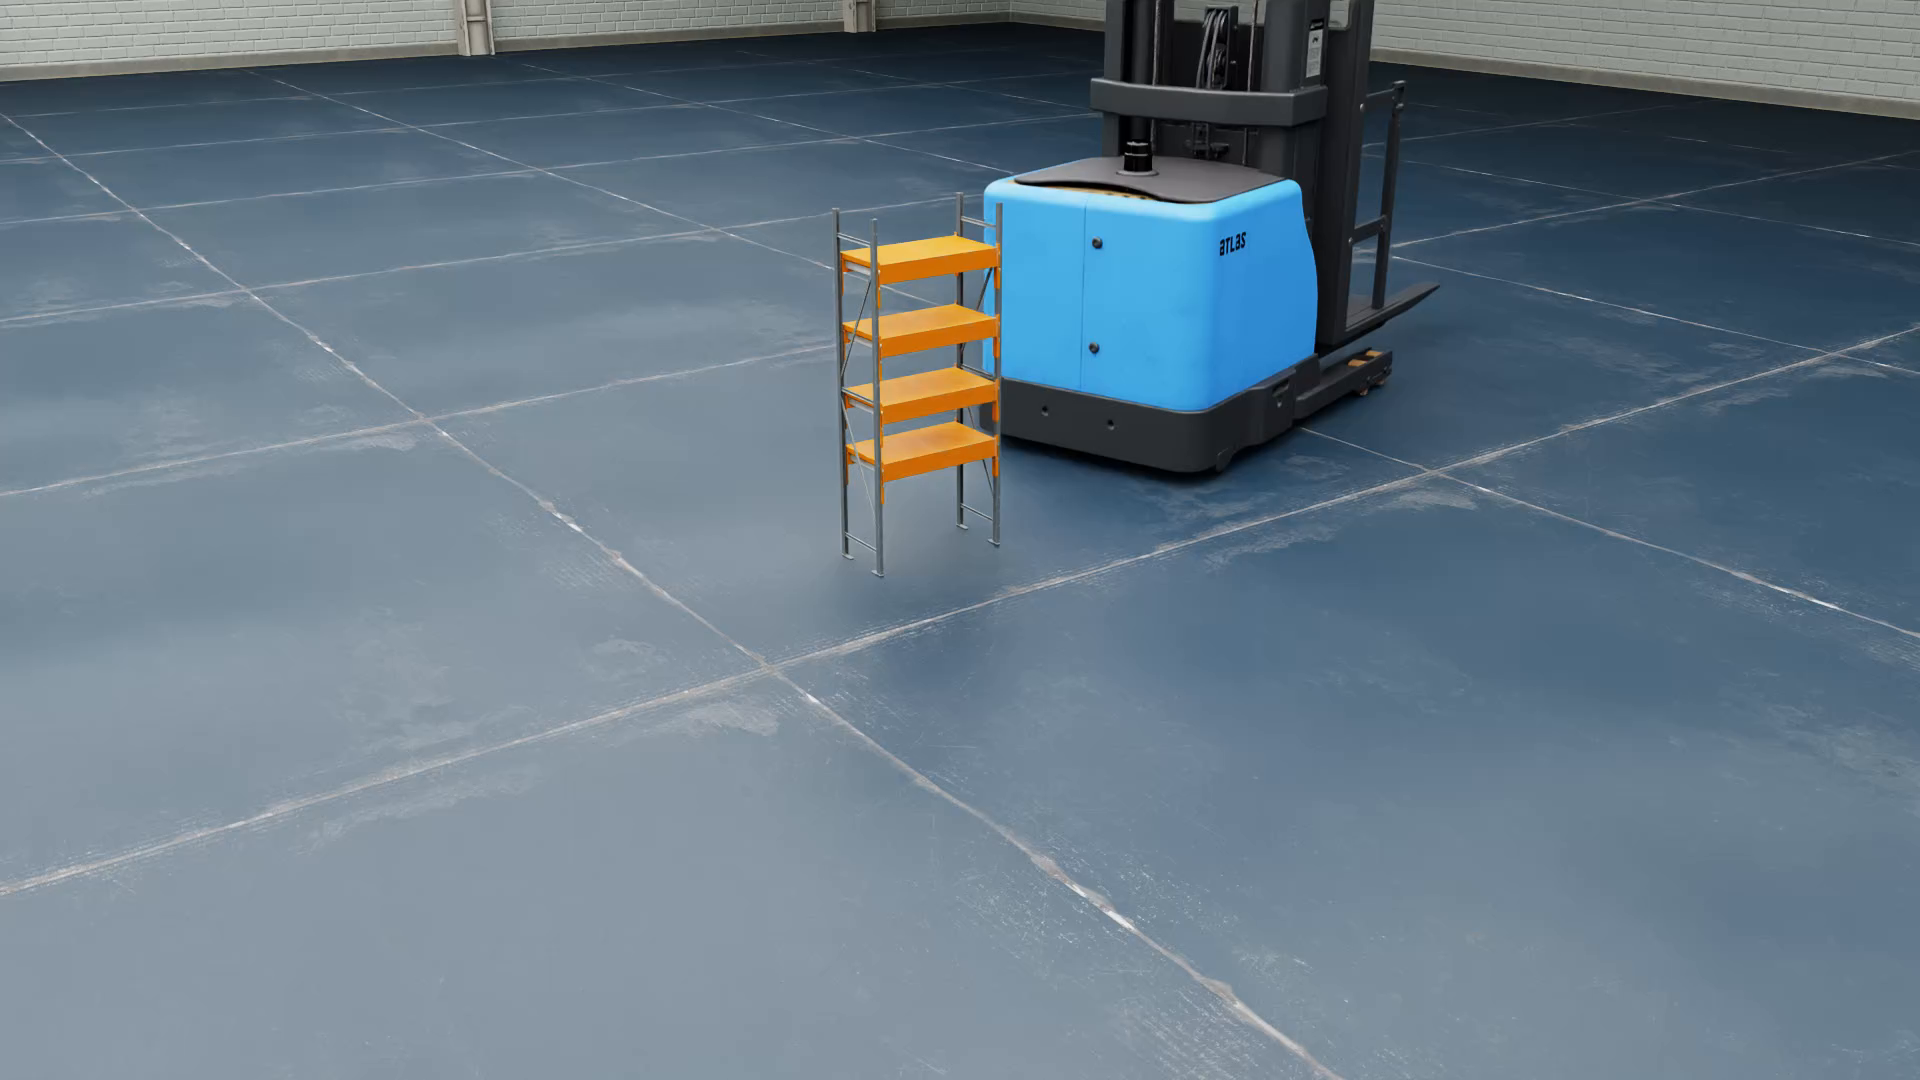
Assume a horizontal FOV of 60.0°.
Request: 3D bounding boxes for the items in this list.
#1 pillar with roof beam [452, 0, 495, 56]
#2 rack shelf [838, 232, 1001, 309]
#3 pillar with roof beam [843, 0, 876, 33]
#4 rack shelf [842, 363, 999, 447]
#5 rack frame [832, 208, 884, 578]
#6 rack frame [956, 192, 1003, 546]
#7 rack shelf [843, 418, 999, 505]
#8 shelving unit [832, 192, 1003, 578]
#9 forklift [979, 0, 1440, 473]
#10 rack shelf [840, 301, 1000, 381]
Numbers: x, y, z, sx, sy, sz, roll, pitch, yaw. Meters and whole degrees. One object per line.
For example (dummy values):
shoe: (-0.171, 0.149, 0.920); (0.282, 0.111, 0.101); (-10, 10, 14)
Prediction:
pillar with roof beam: (-3.881, -9.314, 17.096); (0.400, 9.000, 9.100); (-15, 26, -33)
rack shelf: (-0.134, -0.886, 5.439); (0.480, 0.148, 0.258); (-15, 26, -33)
pillar with roof beam: (0.989, -10.613, 20.351); (0.400, 9.000, 9.100); (-15, 26, -33)
rack shelf: (-0.134, -0.459, 5.609); (0.480, 0.148, 0.258); (-15, 26, -33)
rack frame: (-0.332, -0.469, 5.452); (0.015, 1.200, 0.240); (-15, 26, -33)
rack frame: (0.064, -0.574, 5.717); (0.015, 1.200, 0.240); (-15, 26, -33)
rack shelf: (-0.134, -0.275, 5.683); (0.480, 0.148, 0.258); (-15, 26, -33)
shelving unit: (-0.134, -0.521, 5.584); (0.503, 1.200, 0.258); (-15, 26, -33)
forklift: (1.343, -2.105, 7.216); (1.130, 2.935, 3.031); (15, 26, 33)
rack shelf: (-0.134, -0.667, 5.526); (0.480, 0.148, 0.258); (-15, 26, -33)
